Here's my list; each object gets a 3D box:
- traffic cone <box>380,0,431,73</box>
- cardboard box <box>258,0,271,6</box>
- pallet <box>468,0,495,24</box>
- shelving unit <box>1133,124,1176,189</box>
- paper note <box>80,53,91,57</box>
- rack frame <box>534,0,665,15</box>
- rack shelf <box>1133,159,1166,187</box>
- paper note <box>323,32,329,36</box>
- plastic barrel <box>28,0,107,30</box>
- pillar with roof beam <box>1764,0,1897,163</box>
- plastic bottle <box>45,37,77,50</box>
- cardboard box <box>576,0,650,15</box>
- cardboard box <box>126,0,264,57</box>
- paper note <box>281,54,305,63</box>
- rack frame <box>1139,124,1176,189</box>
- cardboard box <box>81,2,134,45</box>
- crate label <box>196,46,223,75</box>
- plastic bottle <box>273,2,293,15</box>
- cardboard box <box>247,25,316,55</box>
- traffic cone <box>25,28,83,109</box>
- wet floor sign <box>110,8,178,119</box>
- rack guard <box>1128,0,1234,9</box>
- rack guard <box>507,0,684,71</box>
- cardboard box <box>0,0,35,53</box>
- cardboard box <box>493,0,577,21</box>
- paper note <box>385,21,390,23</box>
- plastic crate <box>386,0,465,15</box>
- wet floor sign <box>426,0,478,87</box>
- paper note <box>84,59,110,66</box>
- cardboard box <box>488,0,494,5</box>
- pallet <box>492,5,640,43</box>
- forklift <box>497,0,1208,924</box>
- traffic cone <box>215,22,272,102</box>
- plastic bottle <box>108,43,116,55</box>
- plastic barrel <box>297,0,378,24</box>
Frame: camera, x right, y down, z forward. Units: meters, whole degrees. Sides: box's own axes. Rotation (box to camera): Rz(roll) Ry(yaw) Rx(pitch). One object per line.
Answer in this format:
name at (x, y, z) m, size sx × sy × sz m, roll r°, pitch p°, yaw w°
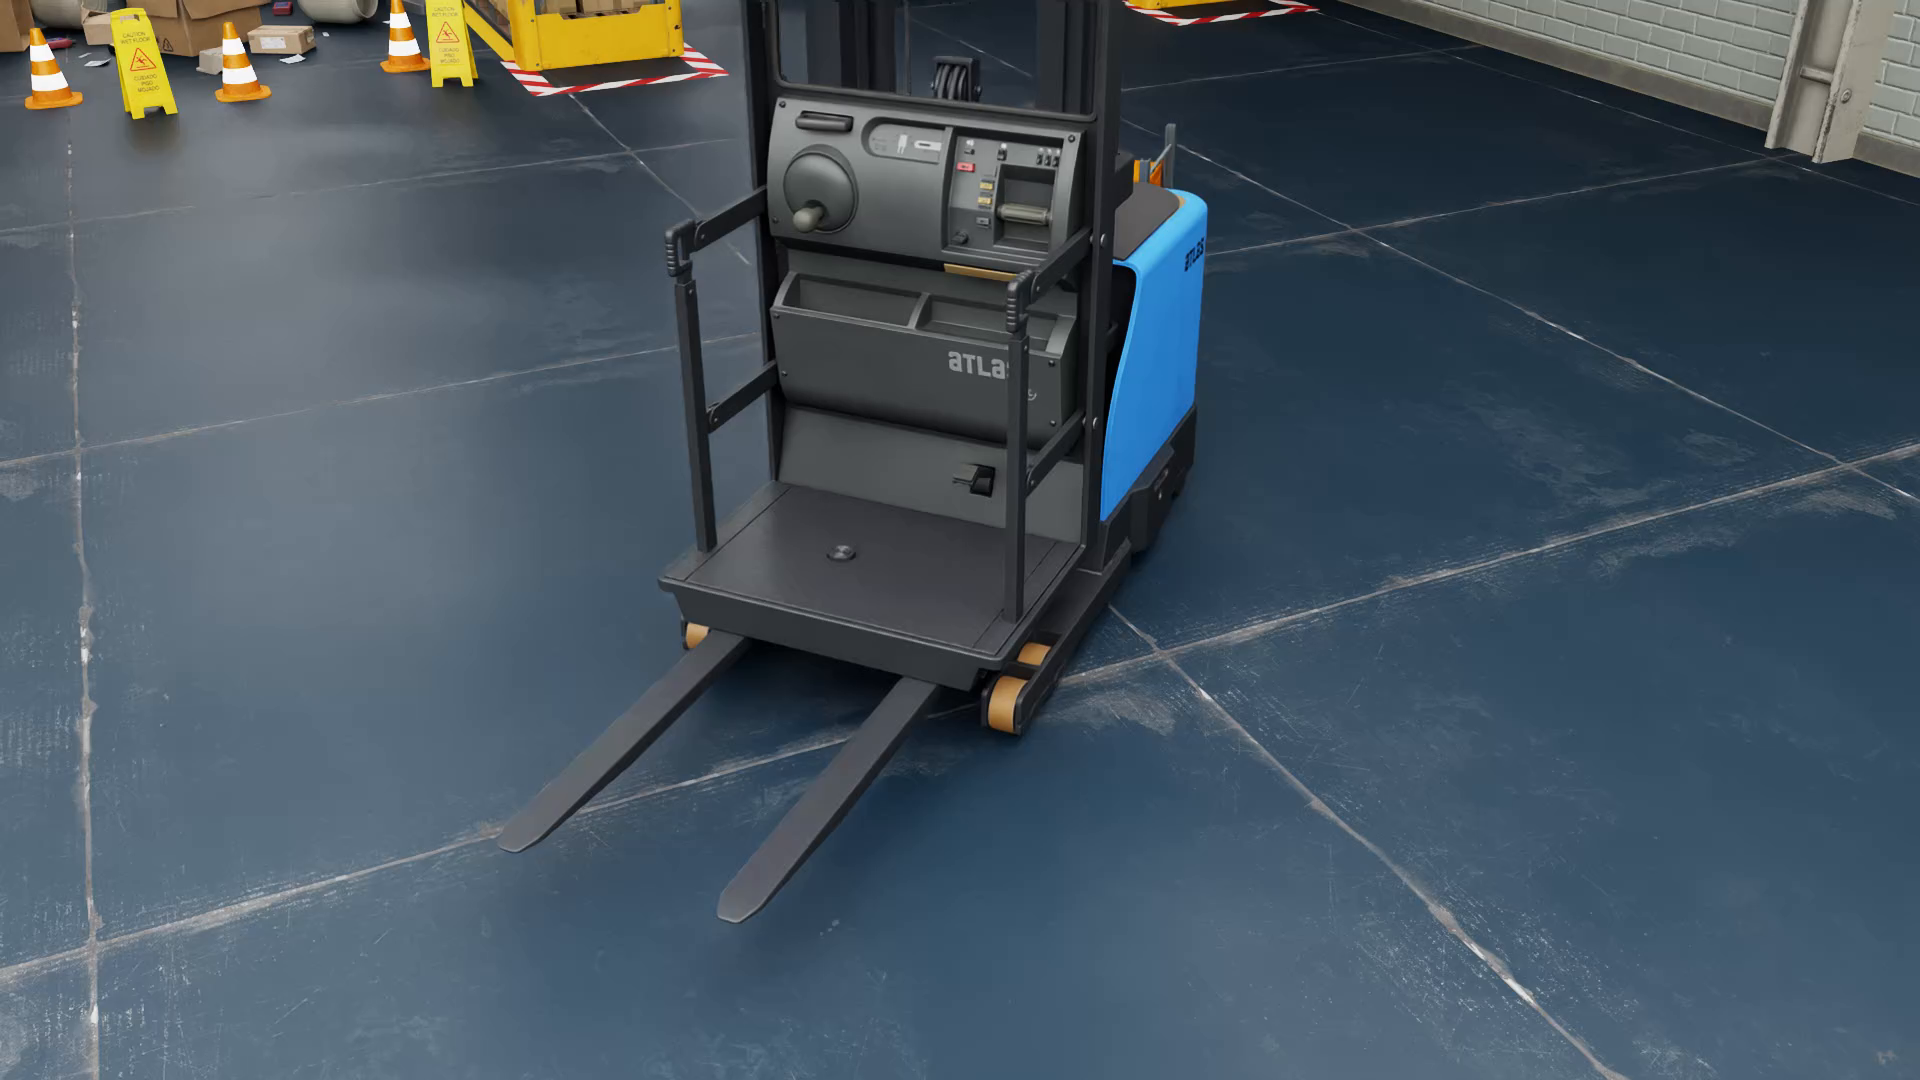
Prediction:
traffic cone at (-3.887, -3.533, 11.578) m, size 0.336 × 0.463 × 0.334 m, roll -13°, pitch 32°, yaw -22°
cardboard box at (-5.843, -4.485, 13.476) m, size 0.396 × 0.266 × 0.258 m, roll 13°, pitch 32°, yaw 21°
pallet at (-3.407, -4.443, 13.457) m, size 1.003 × 0.211 × 1.213 m, roll -13°, pitch 32°, yaw -22°
shelving unit at (0.235, -1.027, 6.432) m, size 1.048 × 1.125 × 0.538 m, roll 9°, pitch 30°, yaw 15°
paper note at (-6.292, -3.486, 11.957) m, size 0.032 × 0.001 × 0.123 m, roll 2°, pitch 29°, yaw 4°
rack frame at (-2.537, -4.721, 11.102) m, size 1.000 × 3.000 × 0.127 m, roll -13°, pitch 32°, yaw -22°
rack shelf at (0.235, -1.283, 6.289) m, size 1.000 × 0.278 × 0.538 m, roll 9°, pitch 30°, yaw 15°
paper note at (-4.784, -3.815, 12.543) m, size 0.032 × 0.001 × 0.123 m, roll -13°, pitch 32°, yaw -22°
plastic barrel at (-6.809, -4.101, 12.631) m, size 0.512 × 0.421 × 0.421 m, roll 7°, pitch 30°, yaw 13°
pillar with roof beam at (1.147, -5.324, 6.044) m, size 9.100 × 9.000 × 0.400 m, roll -13°, pitch 32°, yaw -22°
plastic bottle at (-6.624, -3.626, 12.153) m, size 0.133 × 0.061 × 0.283 m, roll 26°, pitch 38°, yaw 38°
cardboard box at (-2.634, -4.119, 12.411) m, size 0.500 × 0.250 × 0.500 m, roll -13°, pitch 32°, yaw -22°
cardboard box at (-5.578, -3.876, 12.148) m, size 0.637 × 0.503 × 0.797 m, roll 13°, pitch 32°, yaw 21°
paper note at (-4.741, -3.425, 11.828) m, size 0.142 × 0.019 × 0.148 m, roll 26°, pitch 38°, yaw 38°
rack frame at (0.719, -0.951, 6.296) m, size 0.032 × 1.125 × 0.500 m, roll 9°, pitch 30°, yaw 15°
cardboard box at (-6.280, -3.839, 12.324) m, size 0.396 × 0.266 × 0.258 m, roll -8°, pitch 30°, yaw -13°
crate label at (-5.137, -3.342, 11.571) m, size 0.298 × 0.136 × 0.250 m, roll 19°, pitch 34°, yaw 30°
plastic bottle at (-5.394, -4.242, 13.253) m, size 0.133 × 0.061 × 0.283 m, roll -8°, pitch 30°, yaw -13°
cardboard box at (-4.924, -3.632, 12.075) m, size 0.380 × 0.149 × 0.250 m, roll 2°, pitch 29°, yaw 4°
traffic cone at (-5.910, -3.063, 10.739) m, size 0.336 × 0.463 × 0.334 m, roll -13°, pitch 32°, yaw -22°
wet floor sign at (-5.164, -3.013, 10.463) m, size 0.267 × 0.644 × 0.232 m, roll -19°, pitch 35°, yaw -30°
rack guard at (1.954, -4.664, 13.556) m, size 1.175 × 0.500 × 0.348 m, roll -13°, pitch 32°, yaw -22°
rack guard at (-2.570, -3.664, 11.773) m, size 1.175 × 0.500 × 0.348 m, roll -13°, pitch 32°, yaw -22°
cardboard box at (-7.089, -3.844, 12.092) m, size 0.500 × 0.500 × 0.500 m, roll -8°, pitch 30°, yaw -13°
cardboard box at (-3.138, -4.016, 12.227) m, size 0.500 × 0.250 × 0.500 m, roll -13°, pitch 32°, yaw -22°
paper note at (-4.382, -4.032, 12.908) m, size 0.148 × 0.019 × 0.142 m, roll 26°, pitch 38°, yaw 38°
plastic crate at (-4.321, -4.349, 13.423) m, size 0.583 × 0.080 × 0.402 m, roll 26°, pitch 38°, yaw 38°
wet floor sign at (-3.422, -3.385, 11.128) m, size 0.267 × 0.644 × 0.232 m, roll -3°, pitch 29°, yaw -5°
paper note at (-6.086, -3.372, 11.734) m, size 0.144 × 0.017 × 0.142 m, roll -3°, pitch 29°, yaw -5°
cardboard box at (-3.343, -4.236, 12.619) m, size 0.500 × 0.250 × 0.500 m, roll -13°, pitch 32°, yaw -22°
pallet at (-2.887, -3.904, 12.497) m, size 1.003 × 0.211 × 1.213 m, roll -13°, pitch 32°, yaw -22°
forklift at (-0.197, -0.962, 4.469) m, size 1.130 × 2.935 × 3.031 m, roll 12°, pitch 31°, yaw 21°
traffic cone at (-4.744, -3.150, 10.895) m, size 0.336 × 0.463 × 0.334 m, roll -13°, pitch 32°, yaw -22°
plastic bottle at (-6.071, -3.556, 12.030) m, size 0.283 × 0.061 × 0.133 m, roll 26°, pitch 38°, yaw 38°
plastic barrel at (-4.791, -4.192, 12.792) m, size 0.512 × 0.421 × 0.421 m, roll 7°, pitch 30°, yaw 13°
